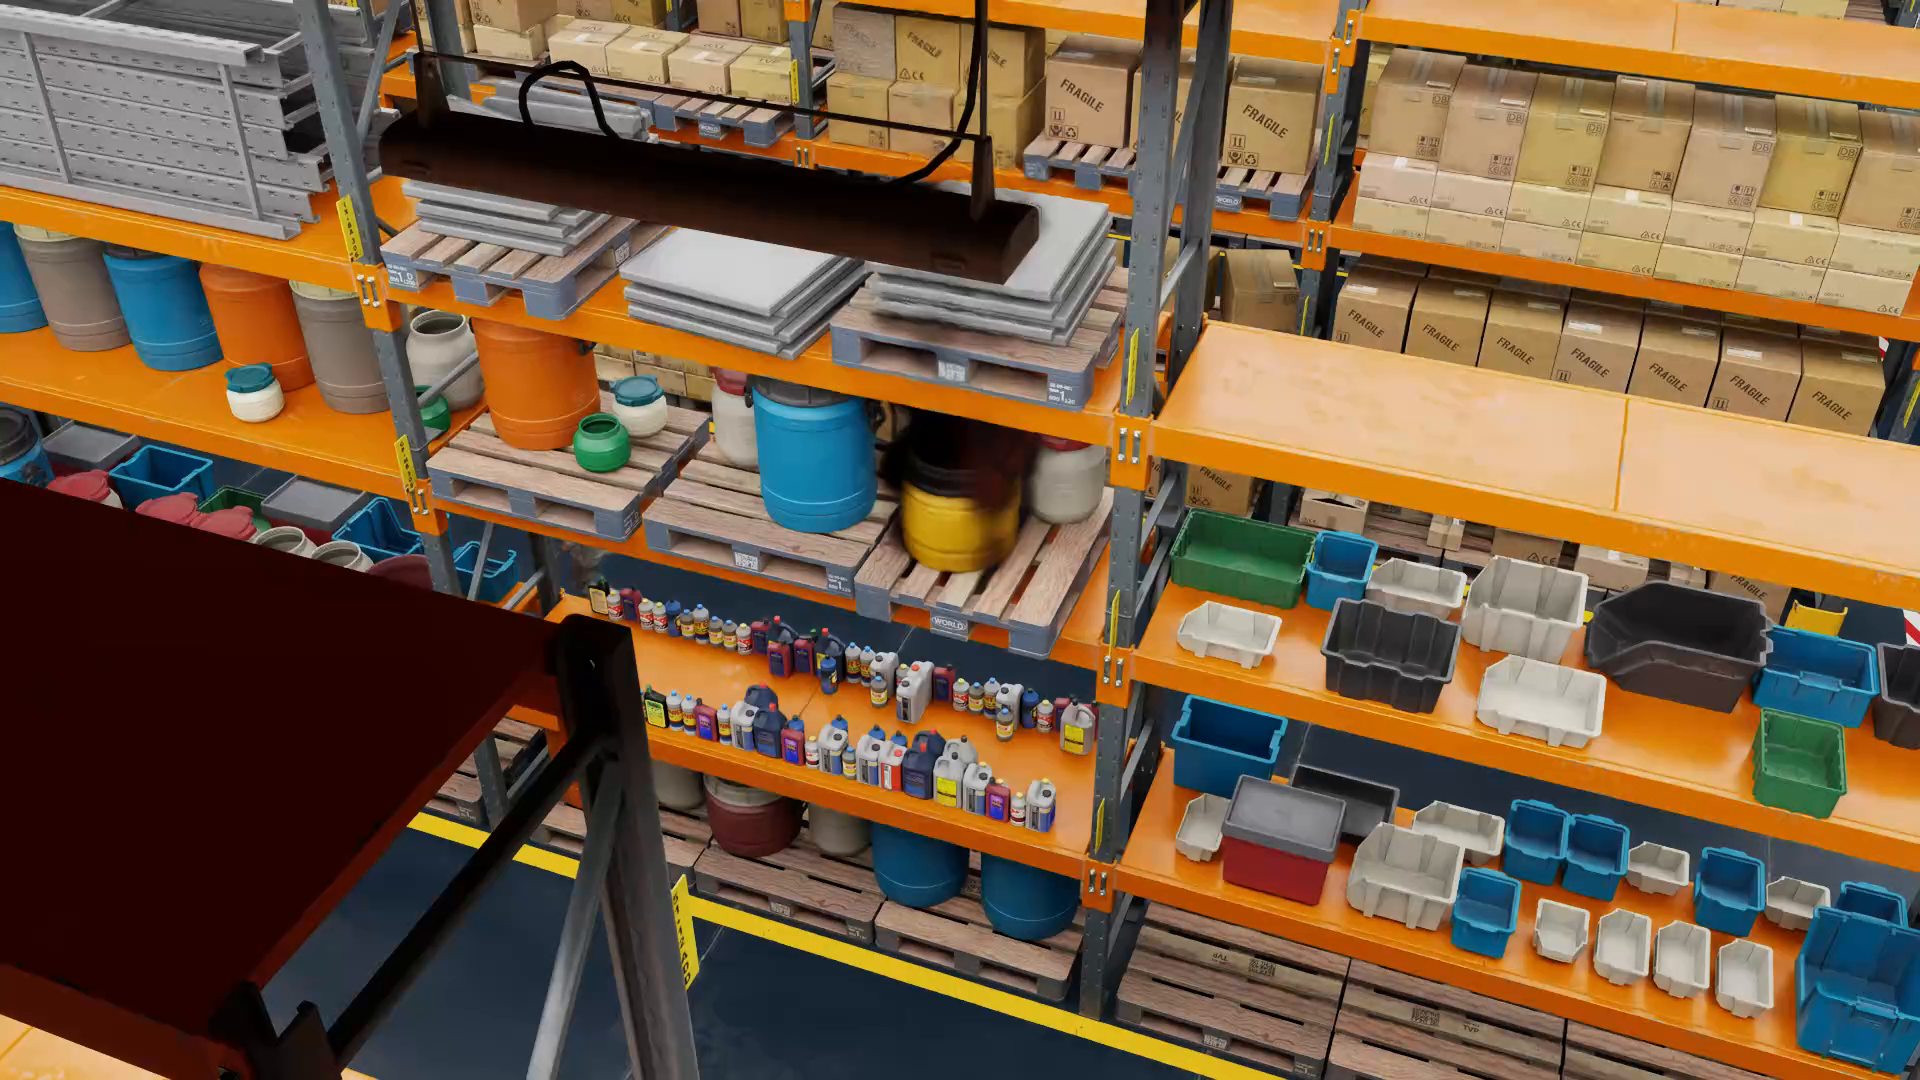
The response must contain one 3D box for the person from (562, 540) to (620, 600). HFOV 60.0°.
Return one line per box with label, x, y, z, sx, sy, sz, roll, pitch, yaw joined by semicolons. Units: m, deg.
person;-2.620;0.065;12.015;0.695;1.576;0.559;15;39;19
